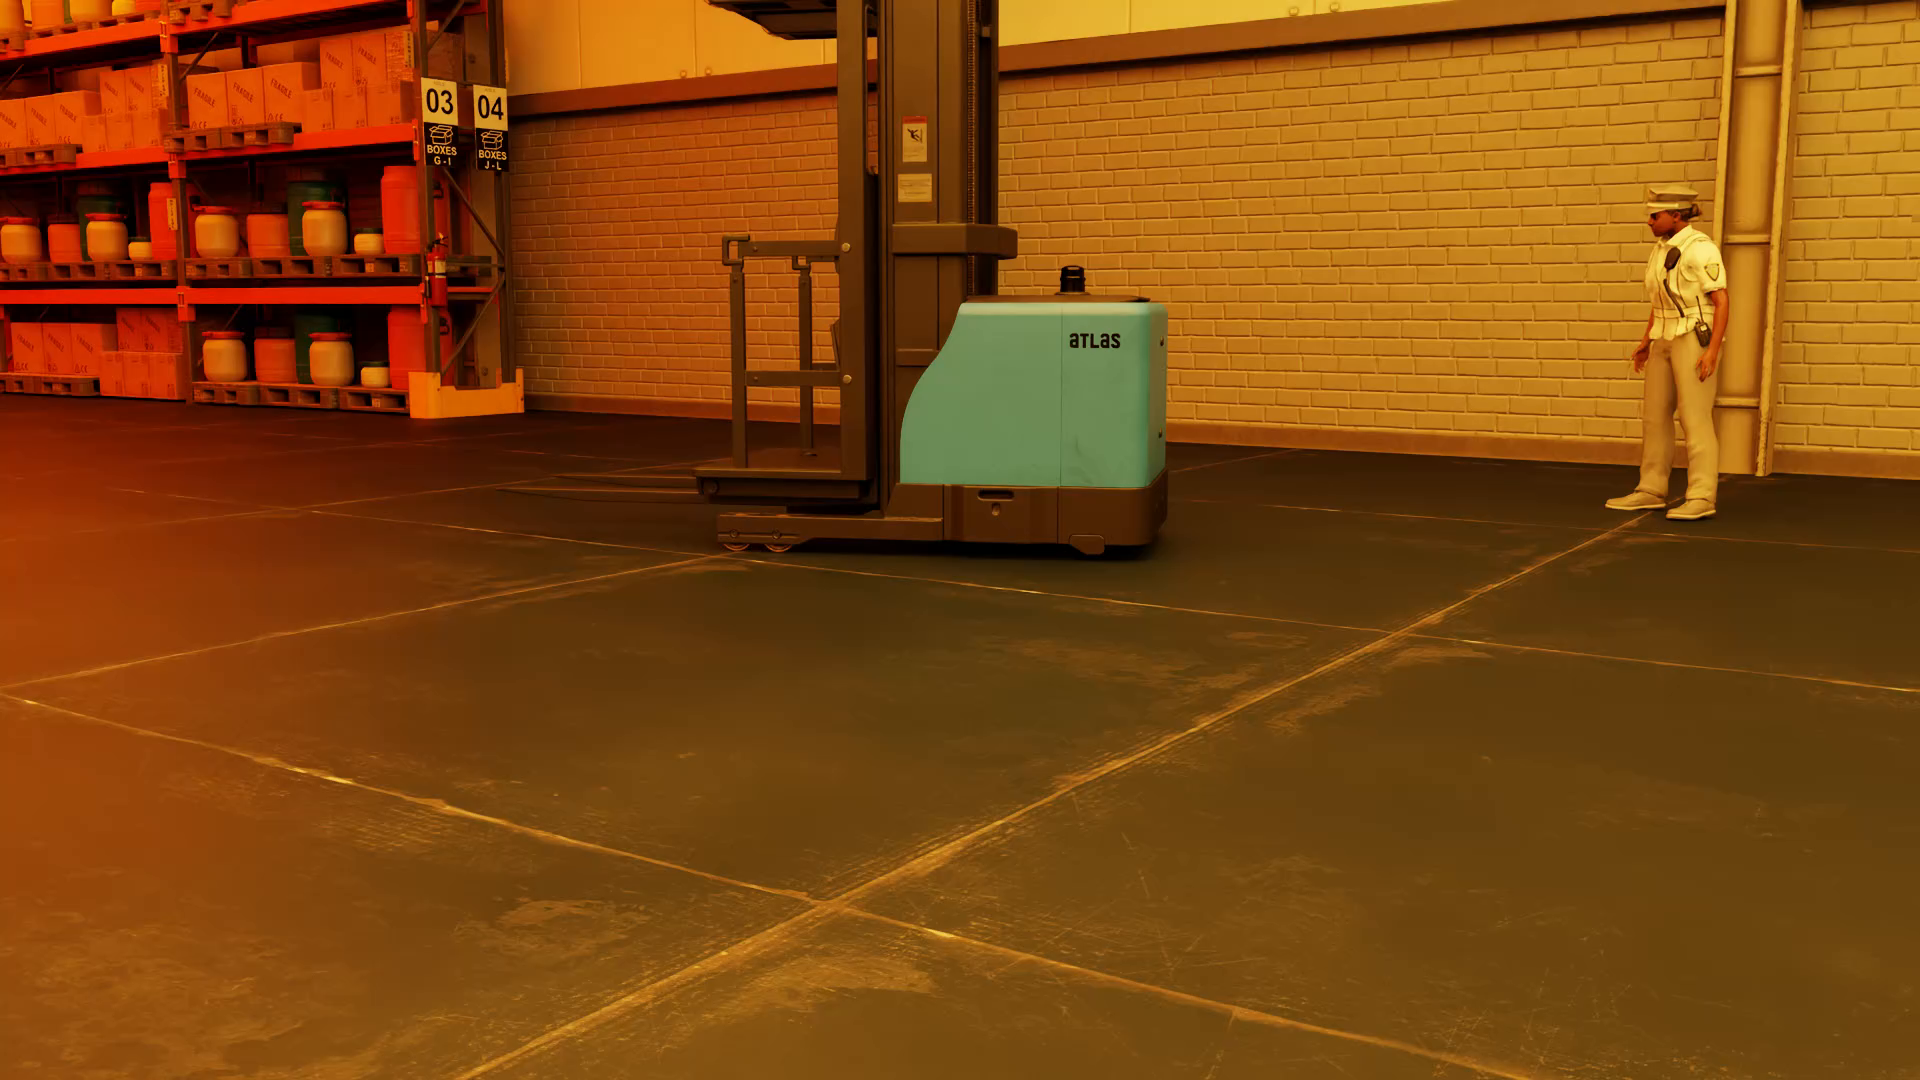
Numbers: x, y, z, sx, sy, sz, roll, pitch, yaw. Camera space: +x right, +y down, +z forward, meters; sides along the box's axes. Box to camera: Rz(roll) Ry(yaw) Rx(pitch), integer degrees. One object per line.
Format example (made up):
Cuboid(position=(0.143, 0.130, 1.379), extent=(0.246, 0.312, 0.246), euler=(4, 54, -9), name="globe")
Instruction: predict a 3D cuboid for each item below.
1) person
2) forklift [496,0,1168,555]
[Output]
Cuboid(position=(3.642, -0.953, 8.451), extent=(0.450, 1.660, 0.630), euler=(-1, 8, -9), name="person")
Cuboid(position=(-0.596, -1.469, 7.520), extent=(3.031, 2.935, 1.130), euler=(2, 8, 12), name="forklift")
